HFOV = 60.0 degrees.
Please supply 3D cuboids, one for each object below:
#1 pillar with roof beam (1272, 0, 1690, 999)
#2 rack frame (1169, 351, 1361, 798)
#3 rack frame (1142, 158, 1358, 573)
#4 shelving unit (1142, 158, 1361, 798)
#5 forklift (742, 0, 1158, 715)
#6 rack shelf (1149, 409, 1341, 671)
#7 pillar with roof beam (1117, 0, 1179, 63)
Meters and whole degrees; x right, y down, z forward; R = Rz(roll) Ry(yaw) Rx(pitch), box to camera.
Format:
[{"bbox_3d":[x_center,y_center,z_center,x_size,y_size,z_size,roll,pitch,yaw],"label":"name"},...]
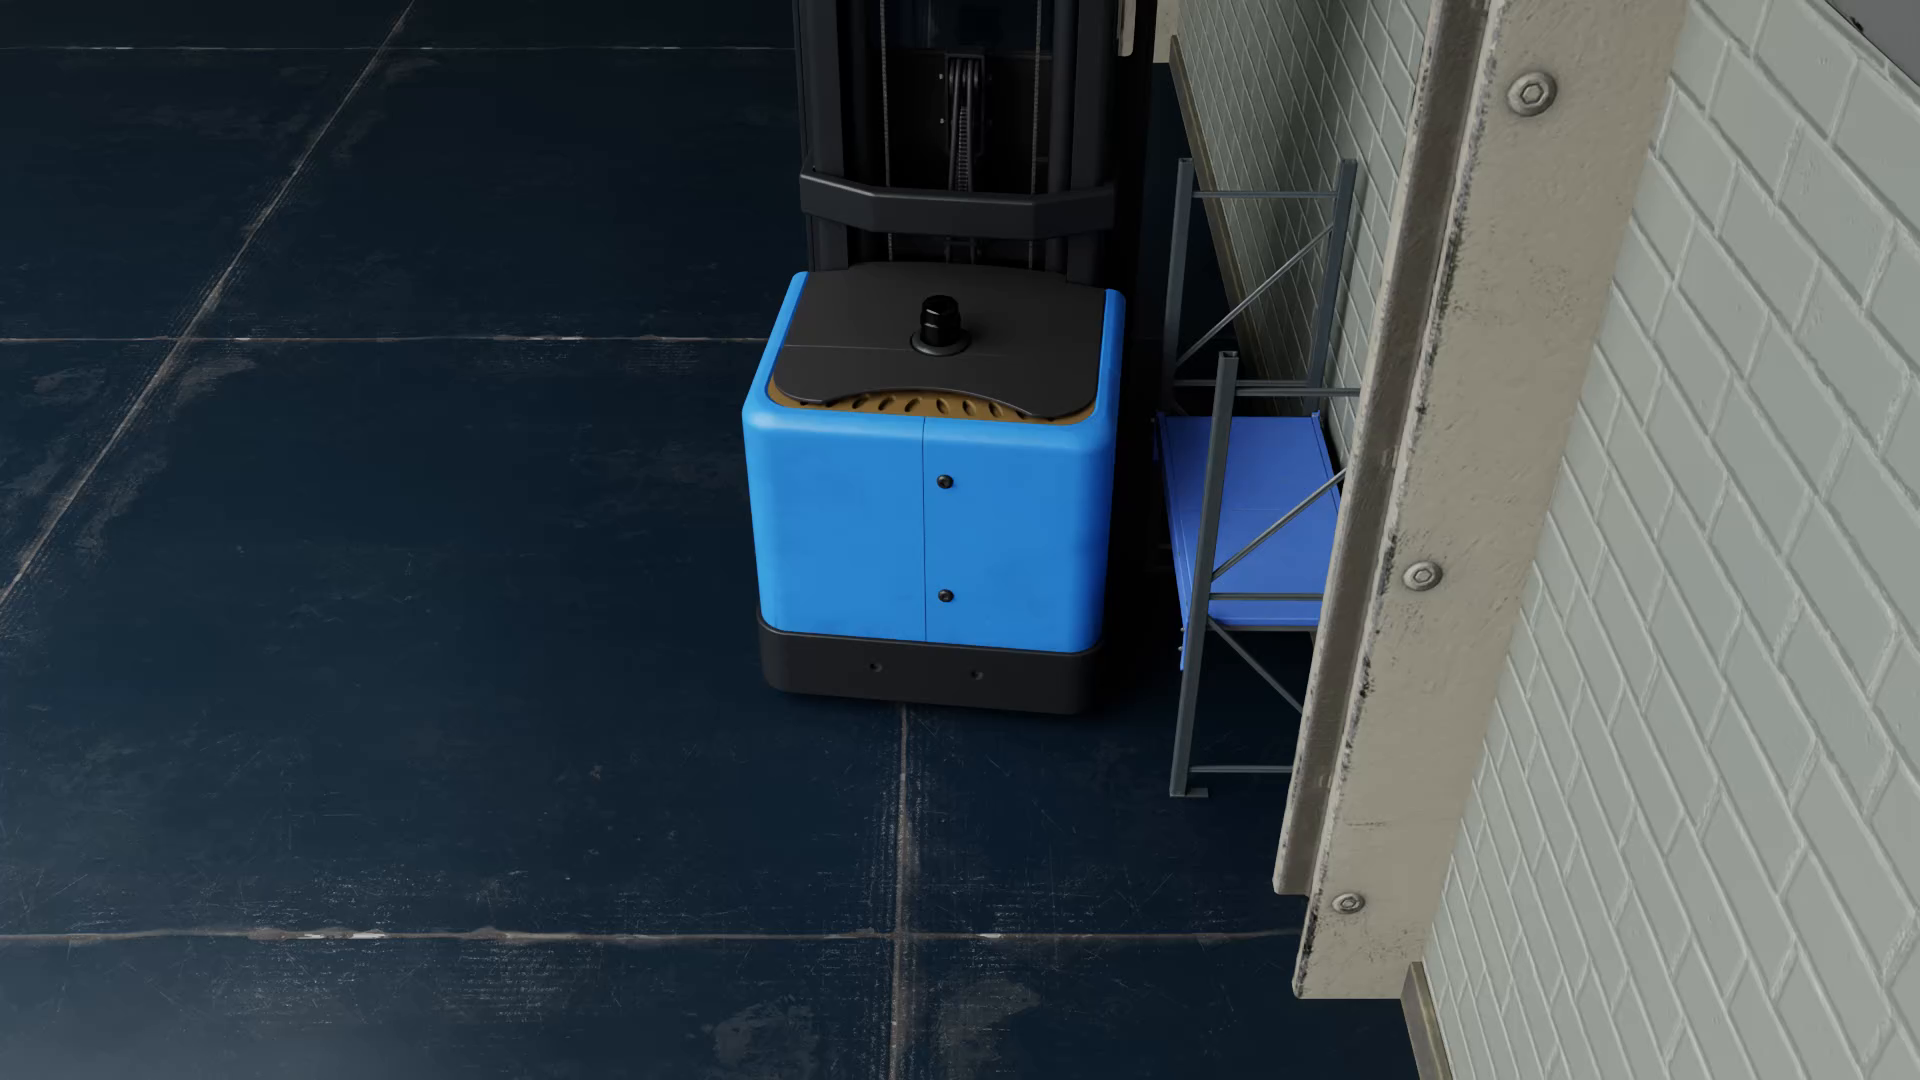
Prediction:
[{"bbox_3d":[-3.289,-2.454,1.616,9.100,9.000,0.400,0,39,0],"label":"pillar with roof beam"},{"bbox_3d":[0.859,0.152,4.360,0.500,1.500,0.032,0,39,0],"label":"rack frame"},{"bbox_3d":[0.868,-0.483,5.154,0.500,1.500,0.032,0,39,0],"label":"rack frame"},{"bbox_3d":[0.864,-0.165,4.757,0.538,1.500,1.048,0,39,0],"label":"shelving unit"},{"bbox_3d":[0.071,-1.534,5.321,1.130,2.935,3.031,4,39,5],"label":"forklift"},{"bbox_3d":[0.864,-0.025,4.870,0.538,0.185,1.000,0,39,0],"label":"rack shelf"},{"bbox_3d":[-3.296,-6.206,6.298,9.100,9.000,0.400,0,39,0],"label":"pillar with roof beam"}]
